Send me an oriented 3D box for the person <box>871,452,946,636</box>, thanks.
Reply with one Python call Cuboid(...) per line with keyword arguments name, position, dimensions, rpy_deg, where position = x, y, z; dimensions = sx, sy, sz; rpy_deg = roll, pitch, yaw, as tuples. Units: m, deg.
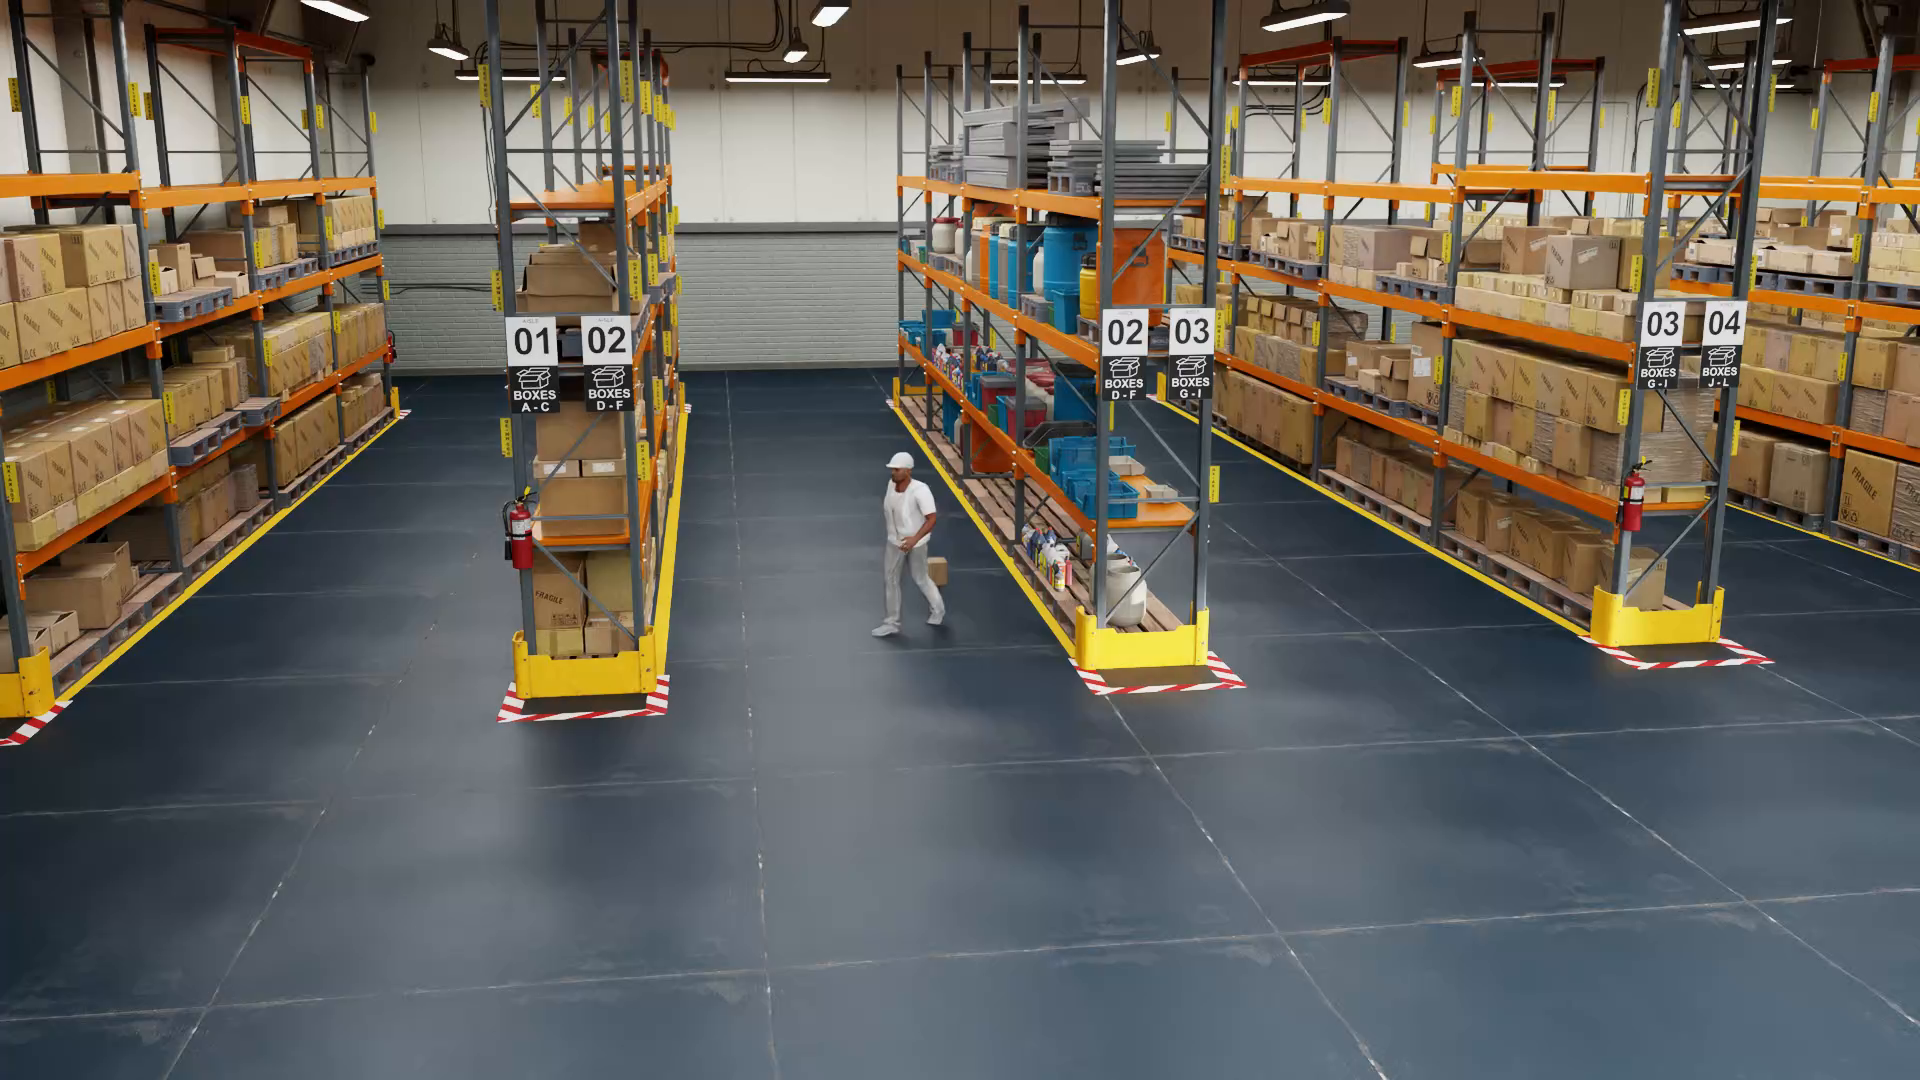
Cuboid(name="person", position=(-0.468, 0.018, 15.785), dimensions=(0.719, 1.748, 0.840), rpy_deg=(10, 17, 38))
